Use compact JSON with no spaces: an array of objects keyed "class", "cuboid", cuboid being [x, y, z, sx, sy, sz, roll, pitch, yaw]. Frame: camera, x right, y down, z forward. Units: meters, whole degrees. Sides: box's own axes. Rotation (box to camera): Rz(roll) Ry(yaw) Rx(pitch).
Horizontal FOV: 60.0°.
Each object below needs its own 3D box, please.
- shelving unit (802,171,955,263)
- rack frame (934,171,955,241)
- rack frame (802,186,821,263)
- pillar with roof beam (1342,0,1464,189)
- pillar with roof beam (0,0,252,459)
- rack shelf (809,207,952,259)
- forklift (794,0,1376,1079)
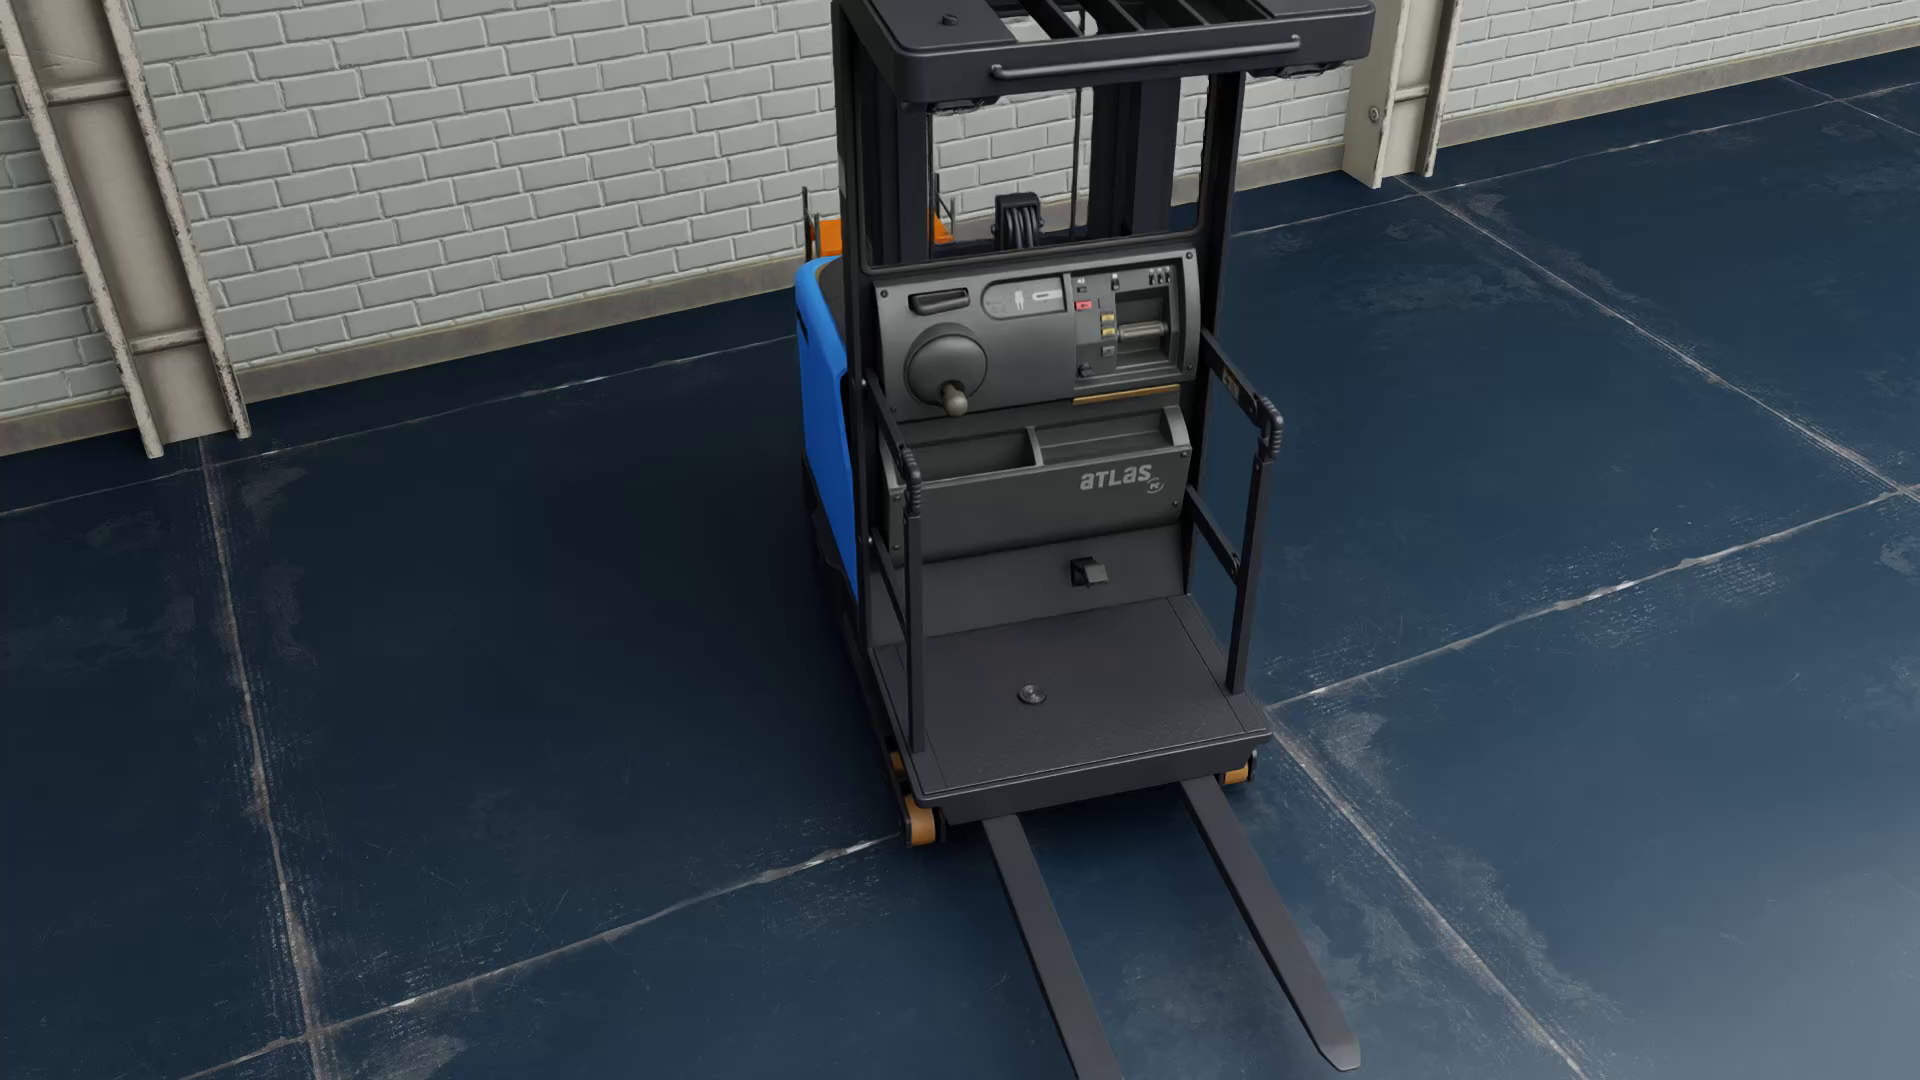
[{"class":"shelving unit","cuboid":[-0.291,-0.751,6.256,0.503,1.200,0.258,-9,38,-12]},{"class":"rack frame","cuboid":[-0.056,-0.790,6.308,0.015,1.200,0.240,-9,38,-12]},{"class":"rack frame","cuboid":[-0.526,-0.713,6.204,0.015,1.200,0.240,-9,38,-12]},{"class":"pillar with roof beam","cuboid":[4.110,-3.271,3.106,0.400,9.000,9.100,-16,39,-20]},{"class":"pillar with roof beam","cuboid":[-1.321,-1.752,1.058,0.400,9.000,9.100,-16,39,-20]},{"class":"rack shelf","cuboid":[-0.291,-1.067,6.022,0.480,0.148,0.258,-9,38,-12]},{"class":"forklift","cuboid":[0.284,-0.515,4.484,1.130,2.935,3.031,-9,38,-12]}]
